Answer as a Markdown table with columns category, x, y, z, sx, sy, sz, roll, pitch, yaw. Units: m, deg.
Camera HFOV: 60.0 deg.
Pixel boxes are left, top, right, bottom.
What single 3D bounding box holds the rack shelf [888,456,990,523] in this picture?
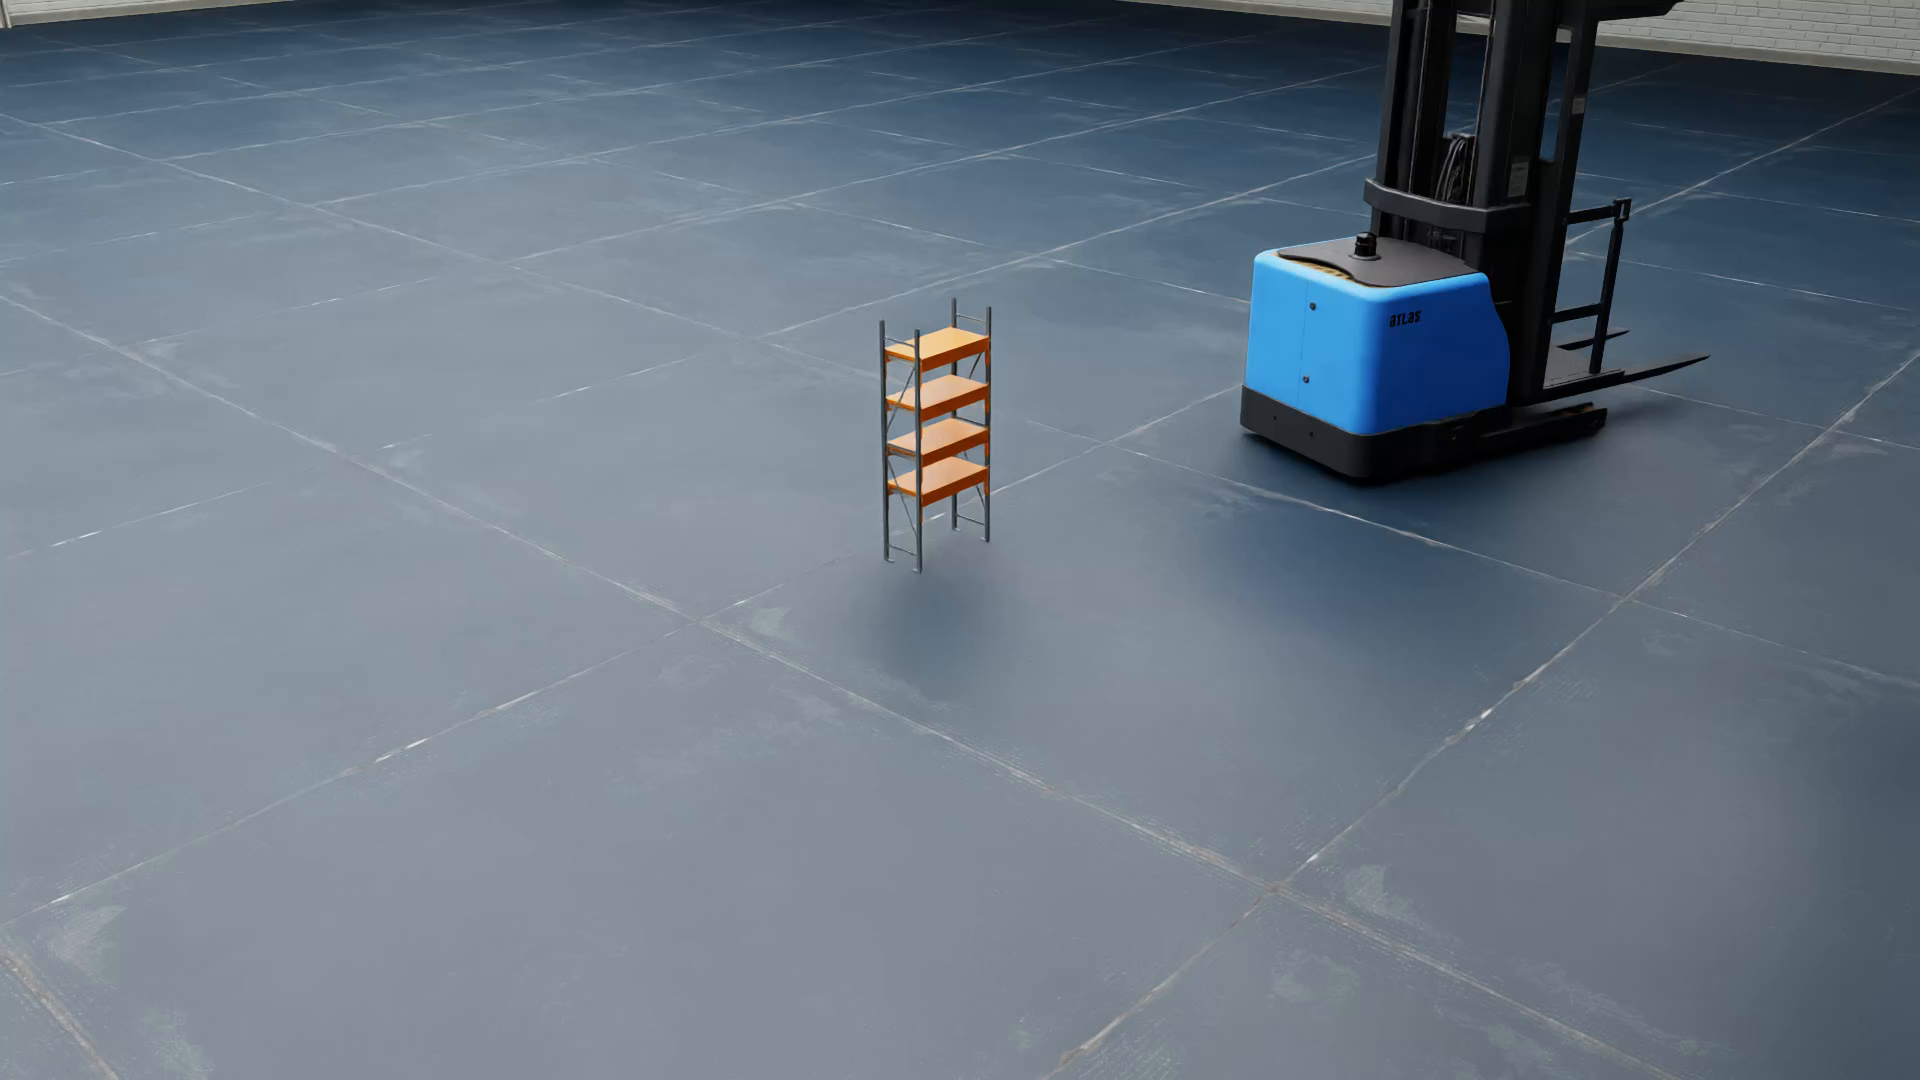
| category | x | y | z | sx | sy | sz | roll | pitch | yaw |
| --- | --- | --- | --- | --- | --- | --- | --- | --- | --- |
| rack shelf | -0.110 | -0.254 | 8.001 | 0.258 | 0.148 | 0.480 | 20 | 31 | 38 |

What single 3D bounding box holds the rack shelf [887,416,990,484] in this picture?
| category | x | y | z | sx | sy | sz | roll | pitch | yaw |
| --- | --- | --- | --- | --- | --- | --- | --- | --- | --- |
| rack shelf | -0.110 | -0.436 | 7.920 | 0.258 | 0.148 | 0.480 | 20 | 31 | 38 |

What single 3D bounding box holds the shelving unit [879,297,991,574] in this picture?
| category | x | y | z | sx | sy | sz | roll | pitch | yaw |
| --- | --- | --- | --- | --- | --- | --- | --- | --- | --- |
| shelving unit | -0.110 | -0.497 | 7.892 | 0.258 | 1.200 | 0.503 | 20 | 31 | 38 |

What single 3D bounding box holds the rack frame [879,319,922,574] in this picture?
| category | x | y | z | sx | sy | sz | roll | pitch | yaw |
| --- | --- | --- | --- | --- | --- | --- | --- | --- | --- |
| rack frame | -0.273 | -0.423 | 7.726 | 0.240 | 1.200 | 0.015 | 20 | 31 | 38 |

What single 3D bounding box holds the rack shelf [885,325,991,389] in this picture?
| category | x | y | z | sx | sy | sz | roll | pitch | yaw |
| --- | --- | --- | --- | --- | --- | --- | --- | --- | --- |
| rack shelf | -0.111 | -0.856 | 7.731 | 0.258 | 0.148 | 0.480 | 20 | 31 | 38 |

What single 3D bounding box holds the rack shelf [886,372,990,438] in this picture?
| category | x | y | z | sx | sy | sz | roll | pitch | yaw |
| --- | --- | --- | --- | --- | --- | --- | --- | --- | --- |
| rack shelf | -0.110 | -0.640 | 7.828 | 0.258 | 0.148 | 0.480 | 20 | 31 | 38 |

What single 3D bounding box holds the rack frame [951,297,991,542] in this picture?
| category | x | y | z | sx | sy | sz | roll | pitch | yaw |
| --- | --- | --- | --- | --- | --- | --- | --- | --- | --- |
| rack frame | 0.052 | -0.571 | 8.058 | 0.240 | 1.200 | 0.015 | 20 | 31 | 38 |

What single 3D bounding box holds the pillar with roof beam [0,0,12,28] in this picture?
| category | x | y | z | sx | sy | sz | roll | pitch | yaw |
| --- | --- | --- | --- | --- | --- | --- | --- | --- | --- |
| pillar with roof beam | -12.072 | -11.034 | 21.861 | 9.100 | 9.000 | 0.400 | 20 | 31 | 38 |

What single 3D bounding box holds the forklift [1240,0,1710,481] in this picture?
| category | x | y | z | sx | sy | sz | roll | pitch | yaw |
| --- | --- | --- | --- | --- | --- | --- | --- | --- | --- |
| forklift | 3.144 | -2.080 | 9.307 | 3.031 | 2.935 | 1.130 | -13 | 27 | -27 |
